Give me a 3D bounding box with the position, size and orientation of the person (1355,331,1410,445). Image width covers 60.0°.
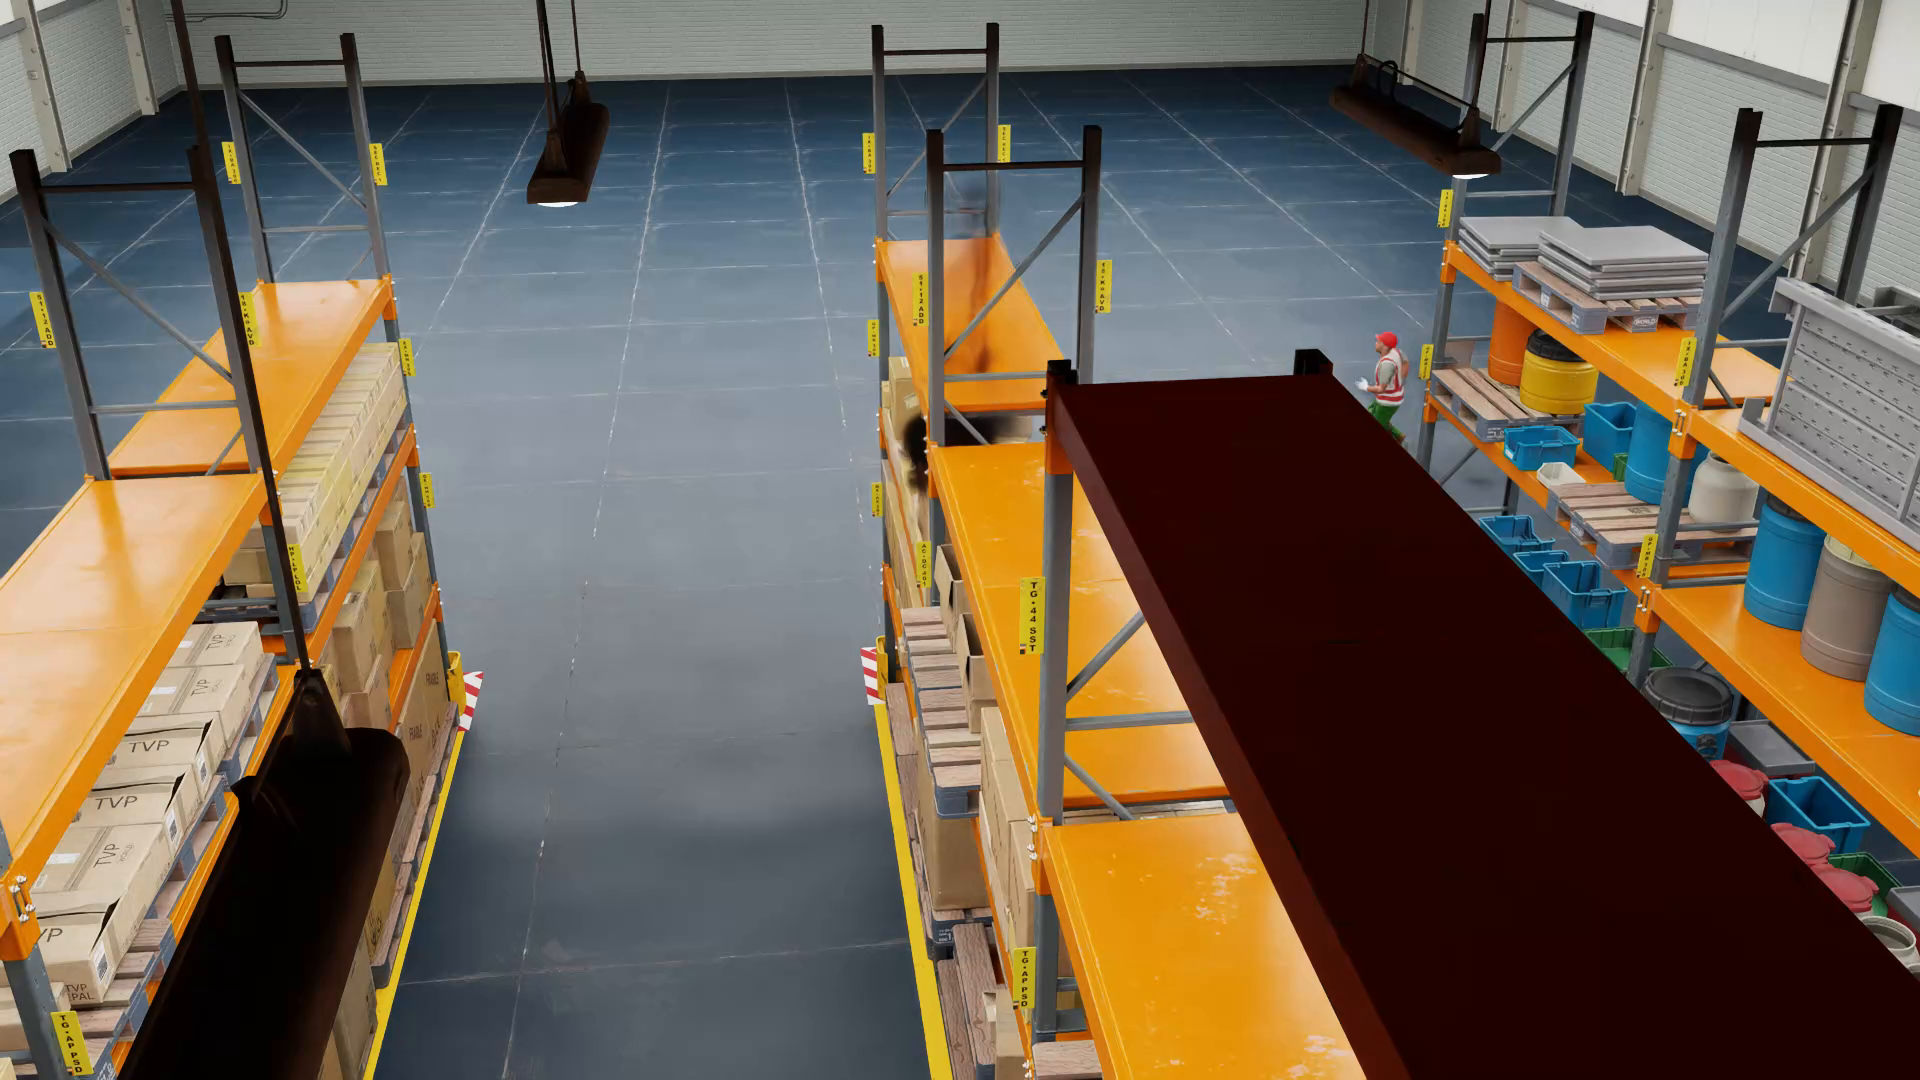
[{"bbox_3d":[5.093,-1.700,20.077,0.659,1.728,0.710,9,27,18],"label":"person"}]
